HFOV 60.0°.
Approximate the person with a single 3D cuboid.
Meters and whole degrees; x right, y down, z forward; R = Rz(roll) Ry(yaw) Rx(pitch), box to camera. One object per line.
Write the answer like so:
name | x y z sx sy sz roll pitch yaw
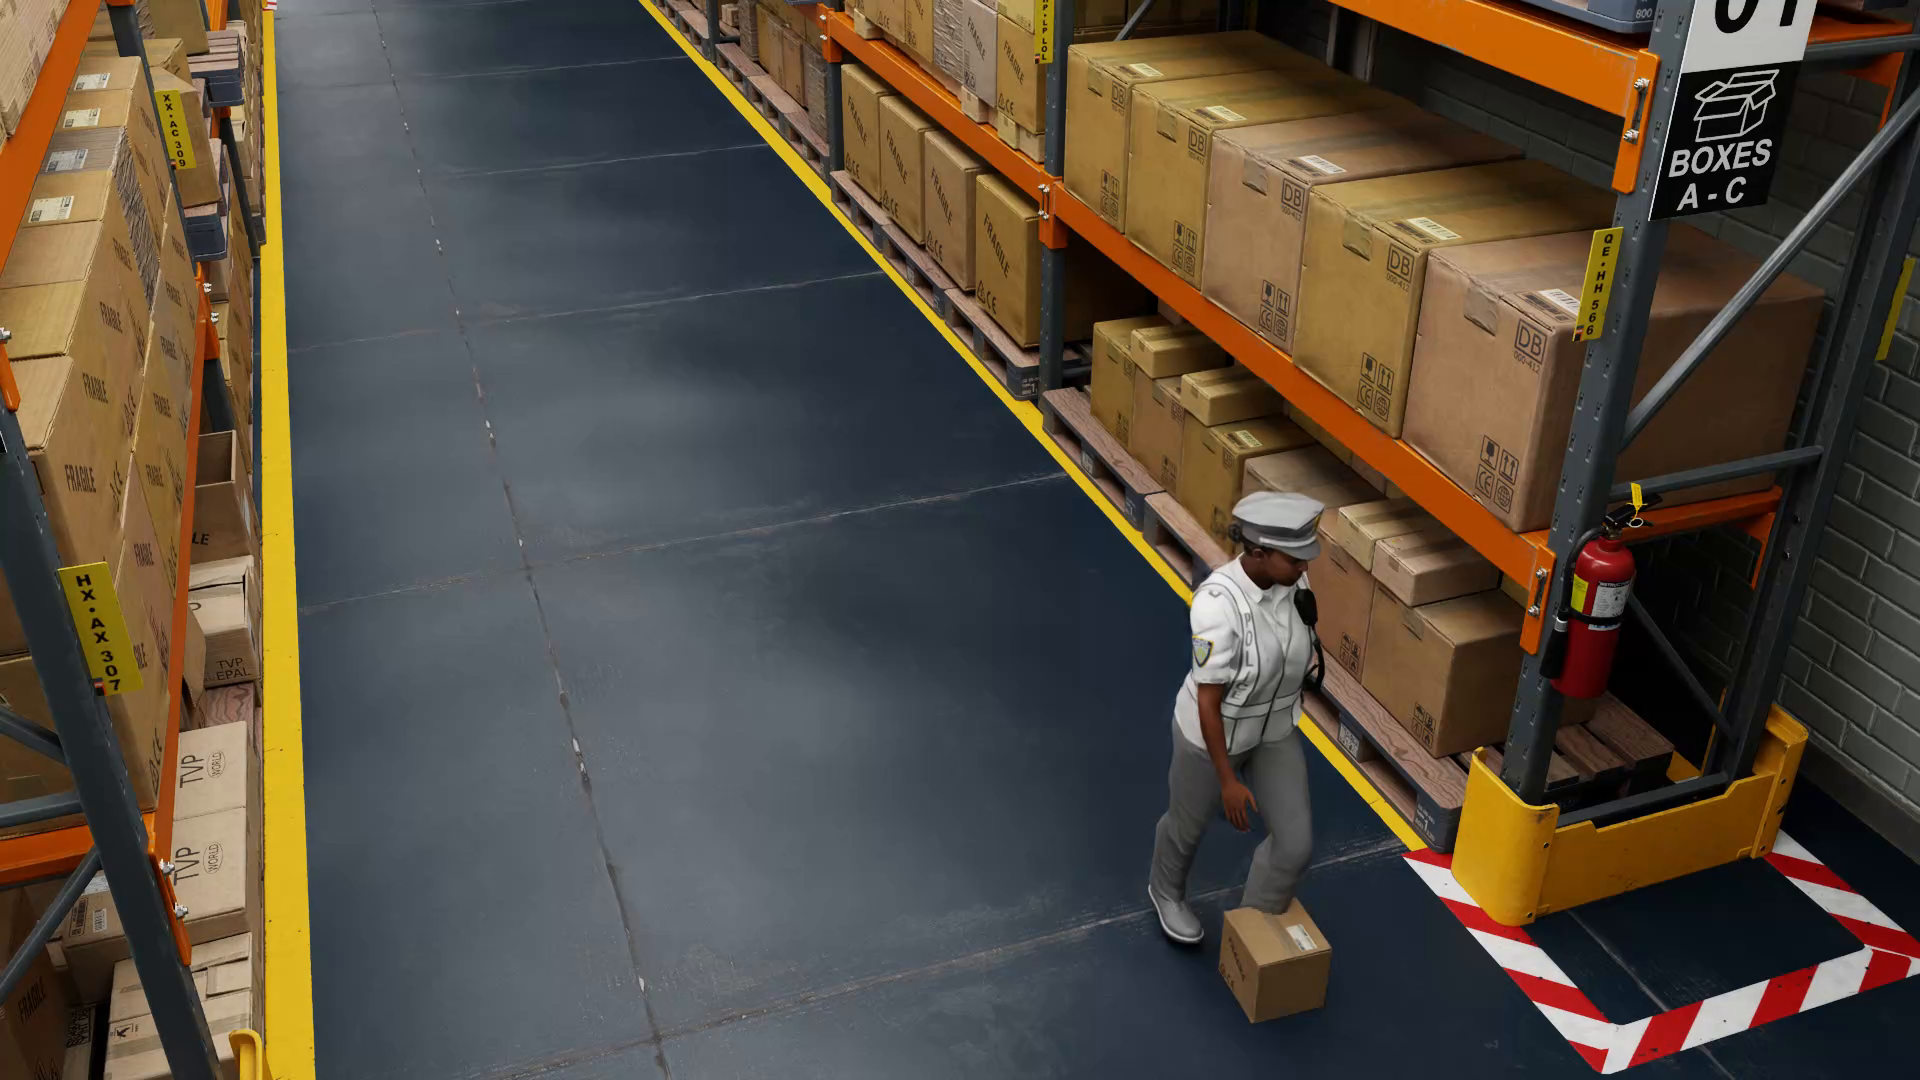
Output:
person | 0.855 0.625 5.074 0.467 1.716 0.574 -15 33 -23
